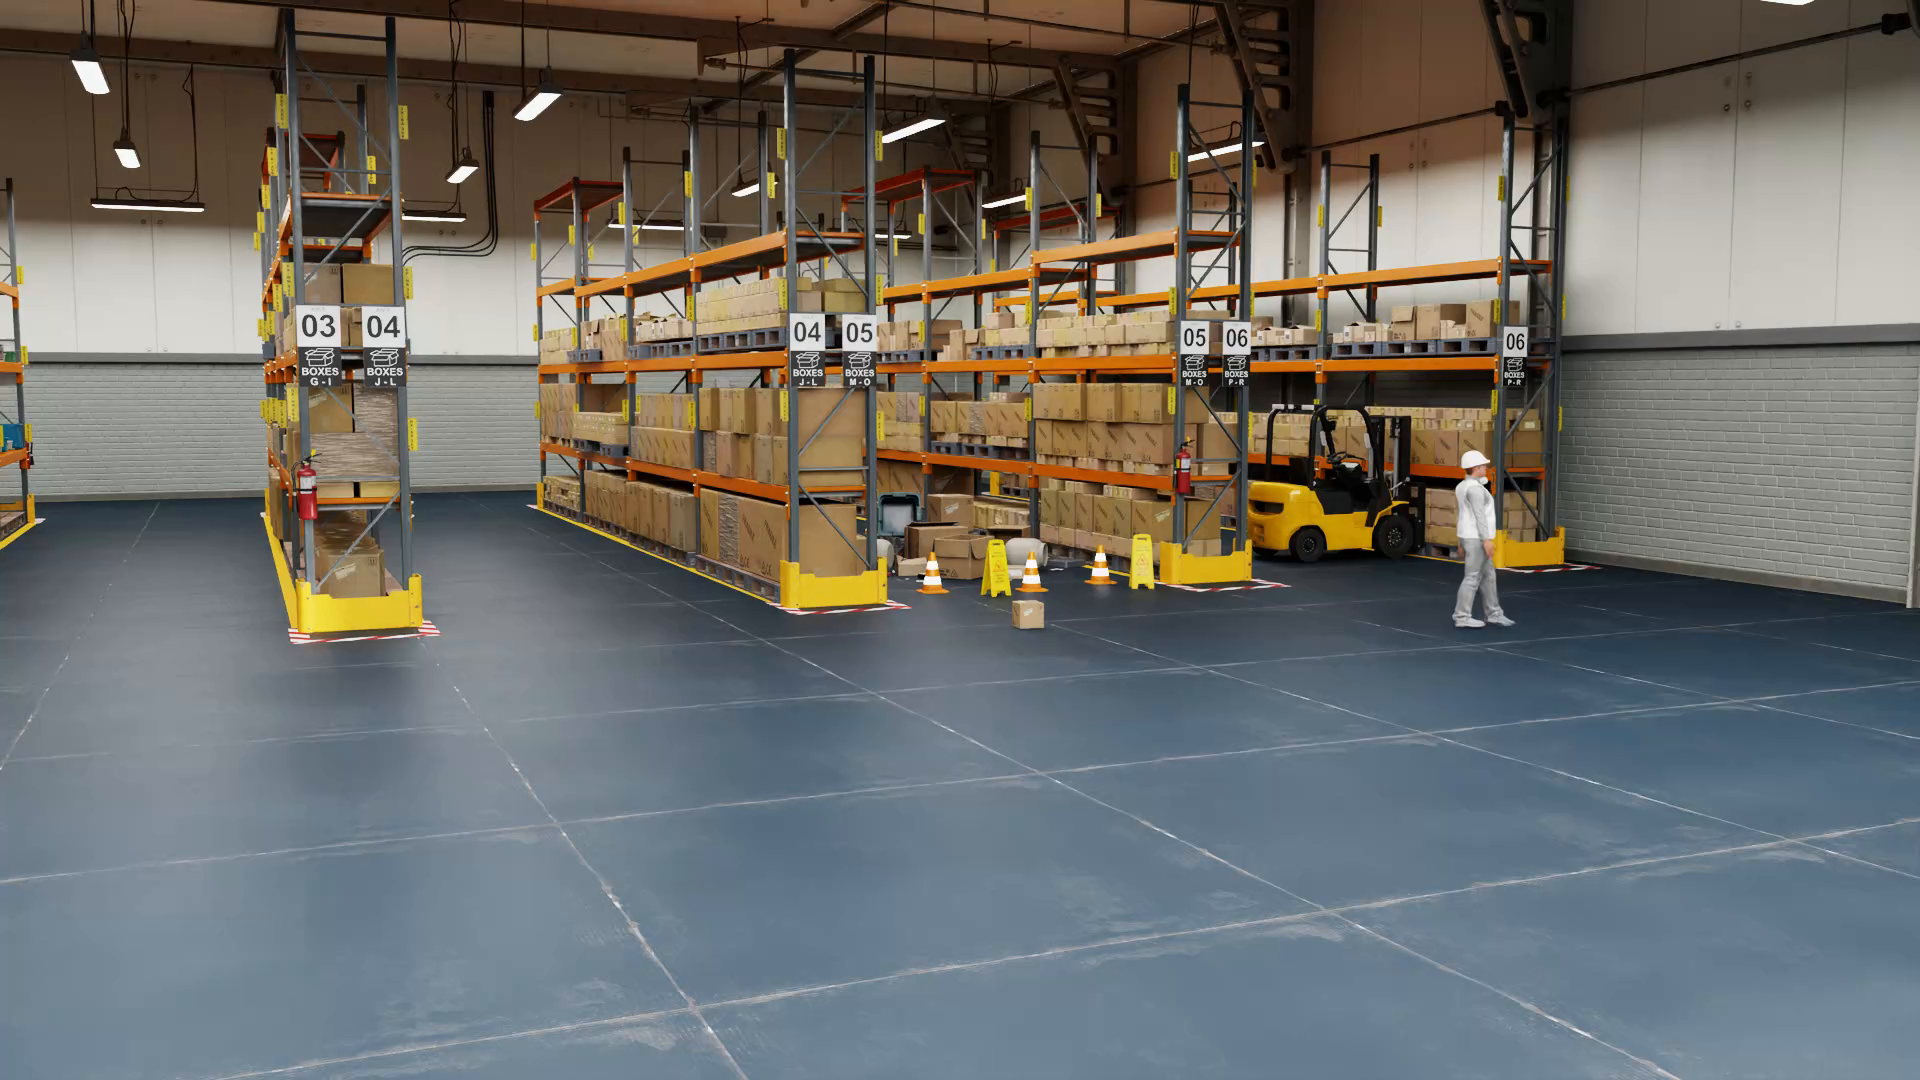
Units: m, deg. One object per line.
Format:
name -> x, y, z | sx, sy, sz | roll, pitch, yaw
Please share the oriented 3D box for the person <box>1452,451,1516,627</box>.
person -> 5.283, -0.003, 16.636 | 0.689, 1.780, 0.554 | 0, 5, 4
